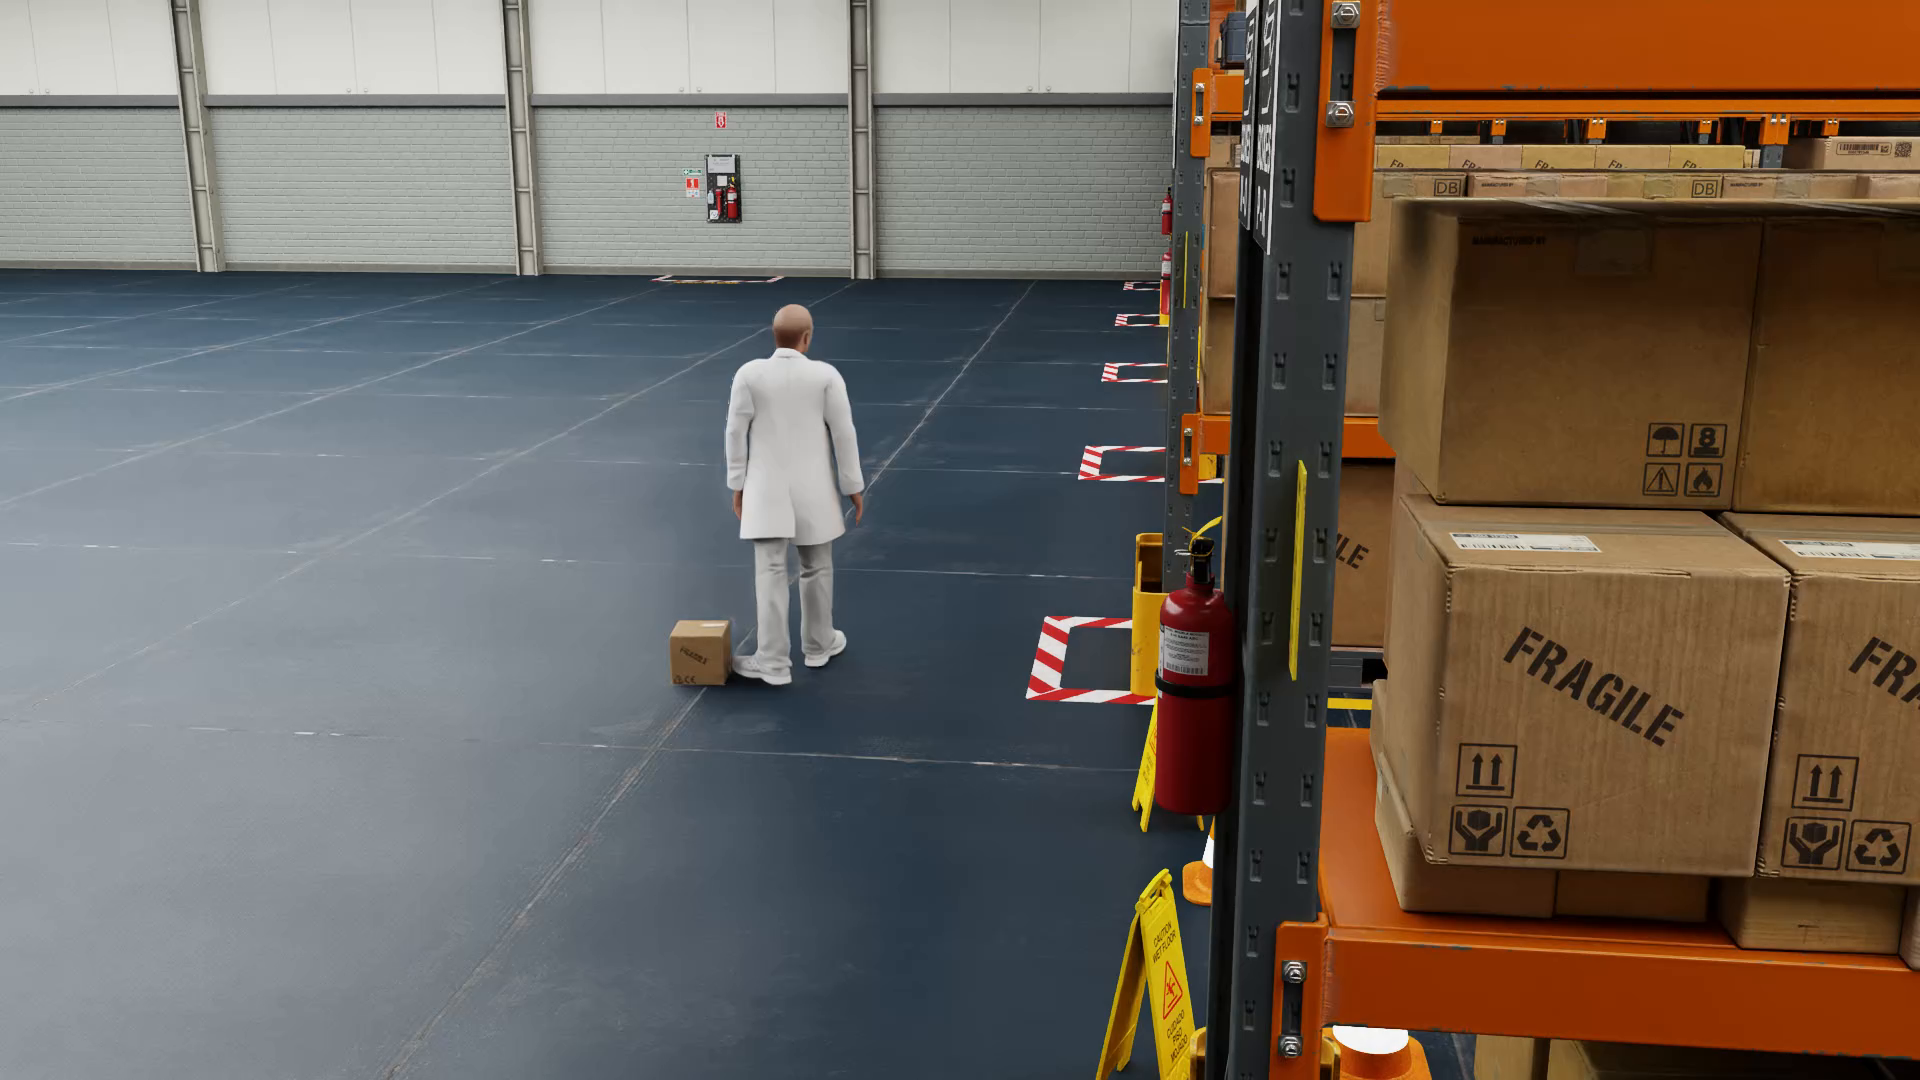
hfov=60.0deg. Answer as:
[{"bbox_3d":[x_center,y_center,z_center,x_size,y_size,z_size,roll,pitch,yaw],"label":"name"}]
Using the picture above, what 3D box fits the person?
[{"bbox_3d":[-0.783,-0.233,7.940,0.652,1.777,0.691,-1,14,-4],"label":"person"}]
